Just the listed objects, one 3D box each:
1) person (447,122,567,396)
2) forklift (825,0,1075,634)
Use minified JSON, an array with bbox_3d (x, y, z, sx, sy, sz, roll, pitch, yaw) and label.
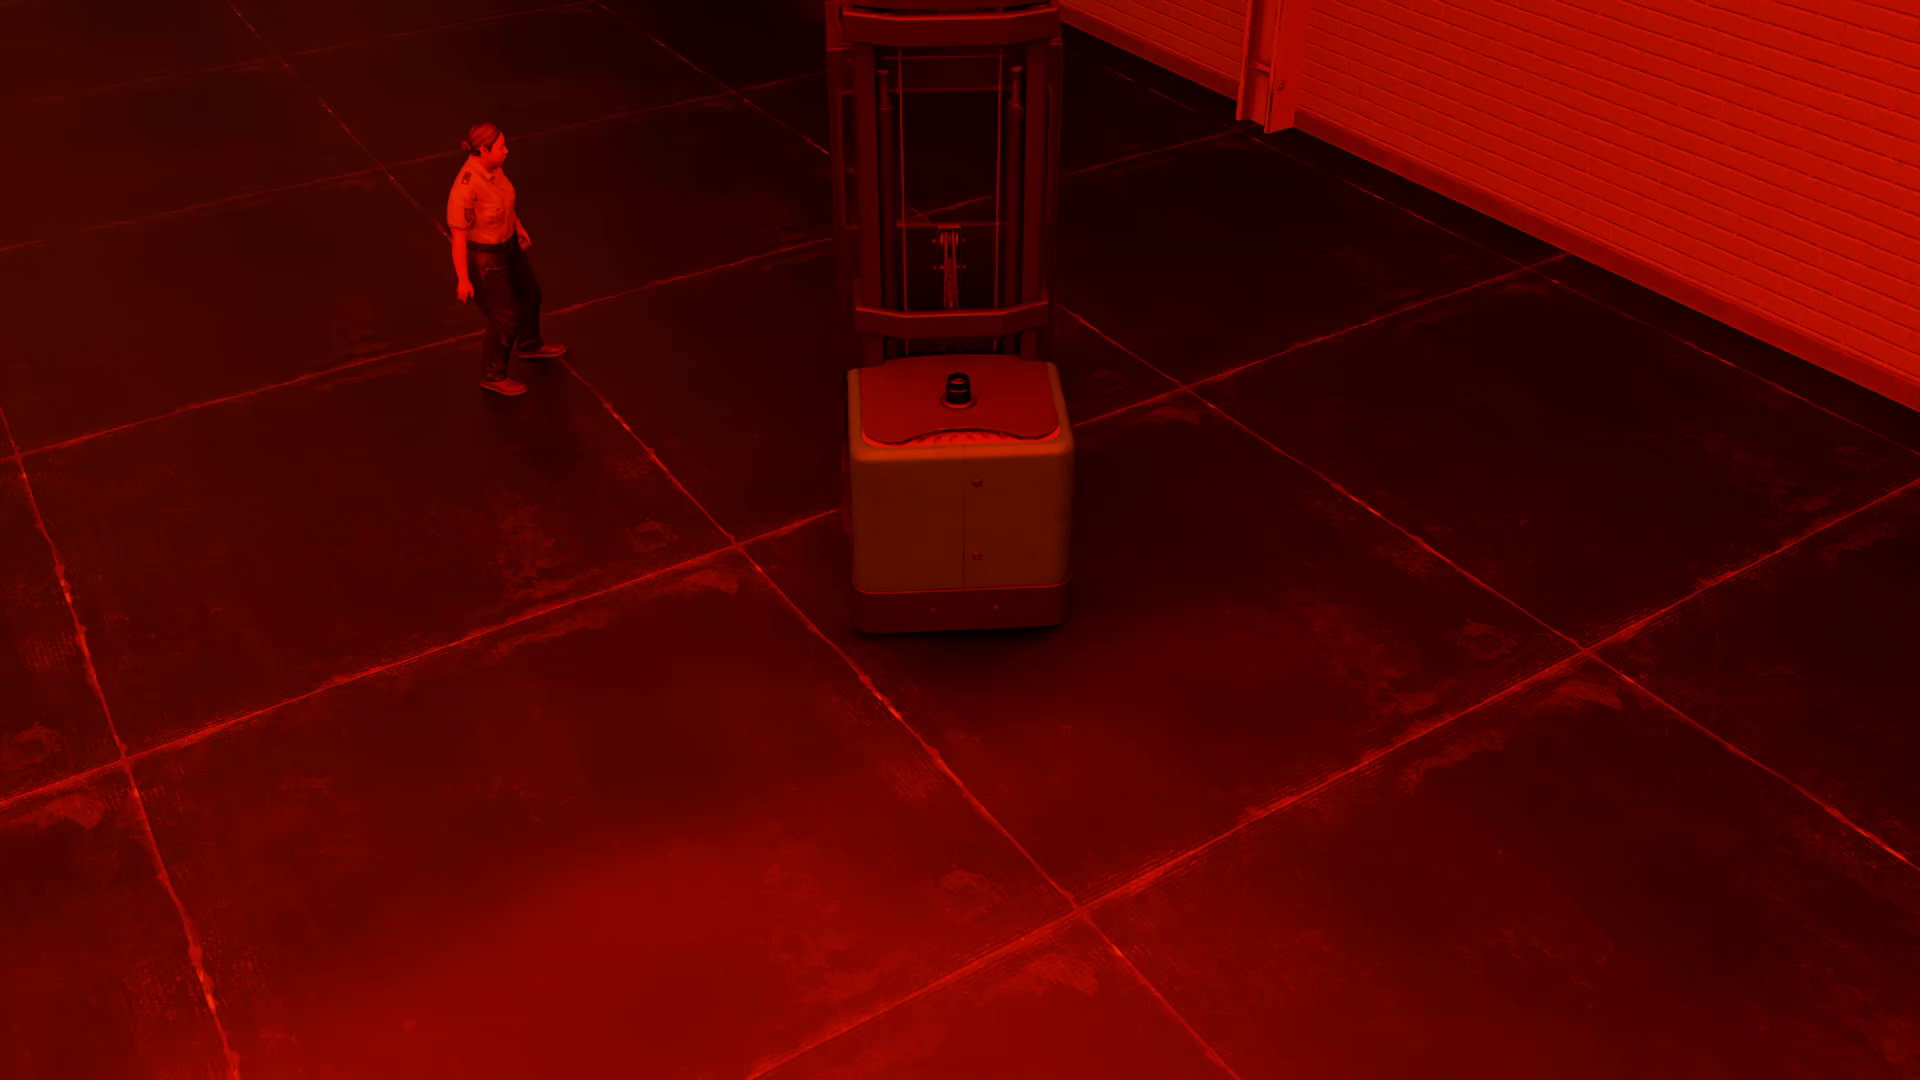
[{"bbox_3d":[-2.683,-1.651,9.640,0.372,1.625,0.779,5,35,7],"label":"person"},{"bbox_3d":[-0.088,-1.578,8.394,1.130,2.935,3.031,-2,35,-3],"label":"forklift"}]
